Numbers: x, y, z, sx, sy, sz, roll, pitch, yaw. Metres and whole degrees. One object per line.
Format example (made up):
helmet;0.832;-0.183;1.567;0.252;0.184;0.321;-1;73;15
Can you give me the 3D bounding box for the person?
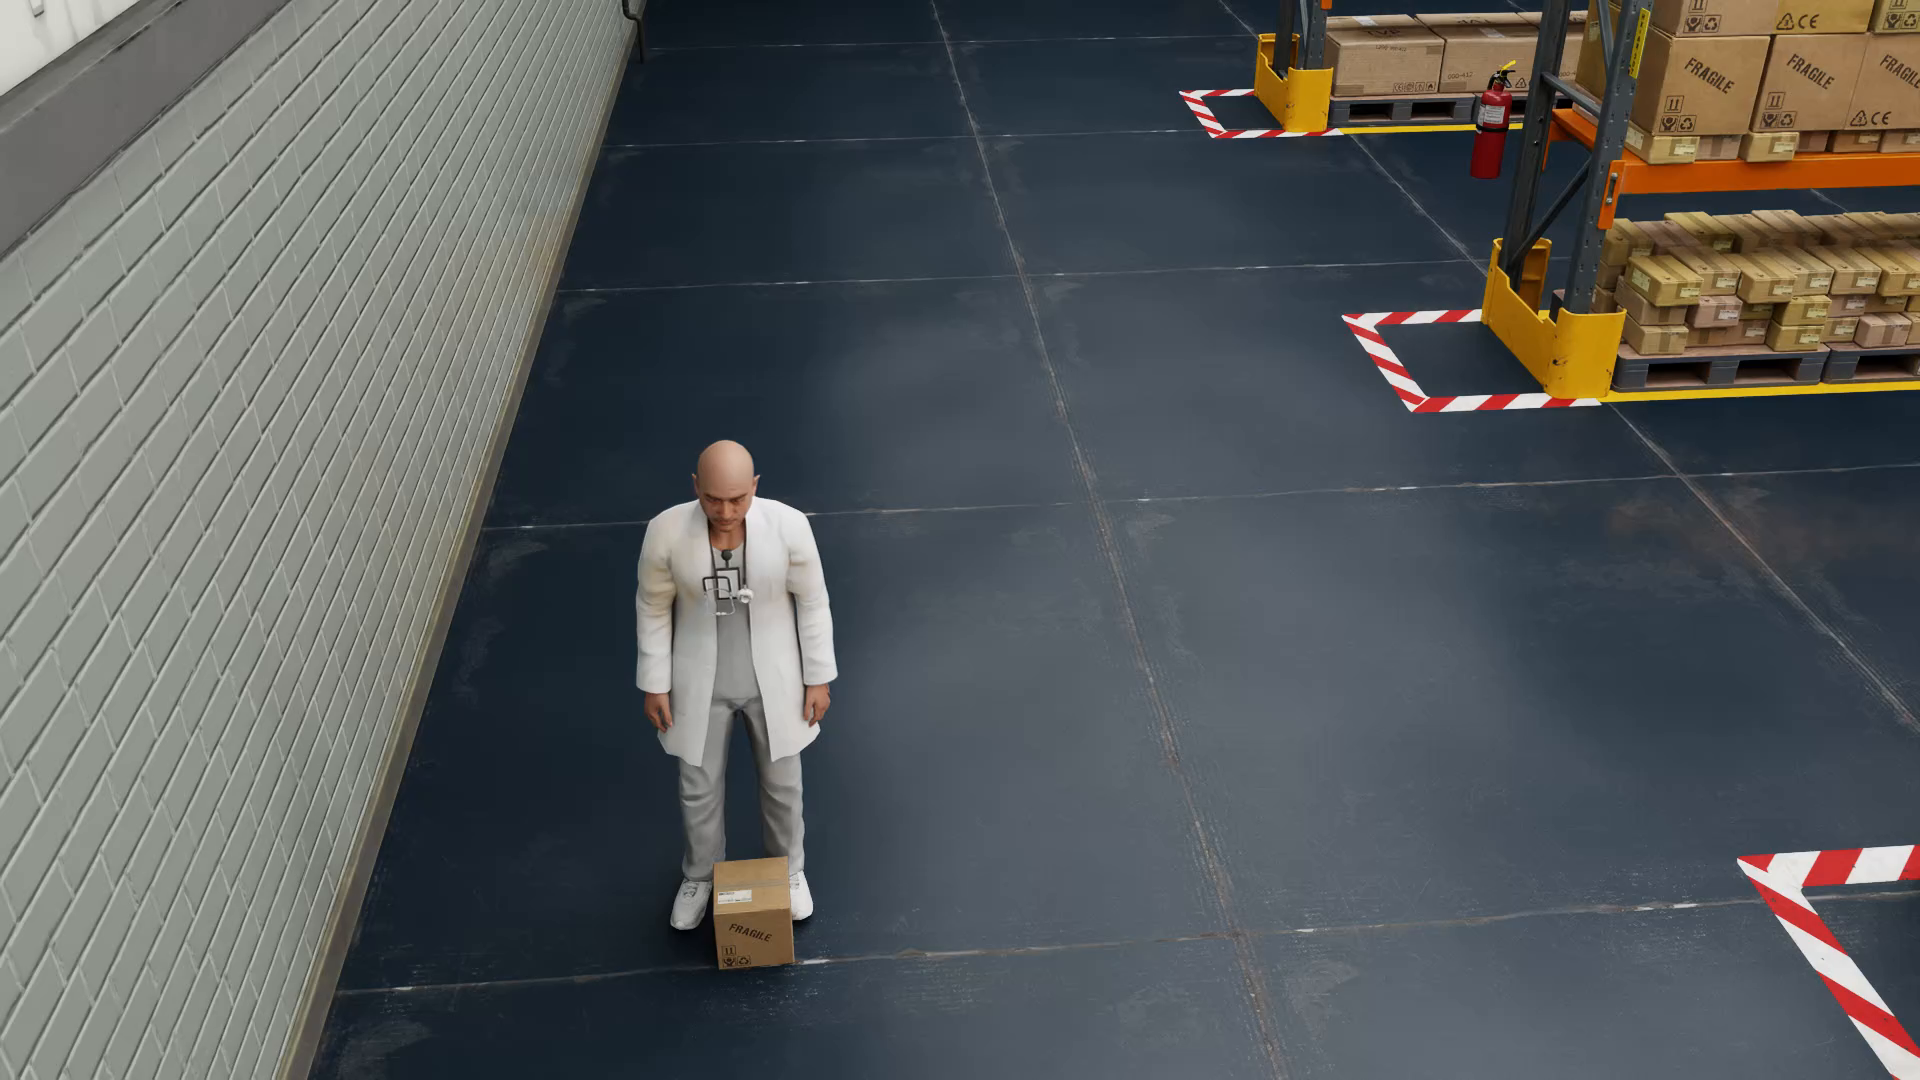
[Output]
person;-0.718;0.461;5.369;0.642;1.774;0.421;-3;31;-4
